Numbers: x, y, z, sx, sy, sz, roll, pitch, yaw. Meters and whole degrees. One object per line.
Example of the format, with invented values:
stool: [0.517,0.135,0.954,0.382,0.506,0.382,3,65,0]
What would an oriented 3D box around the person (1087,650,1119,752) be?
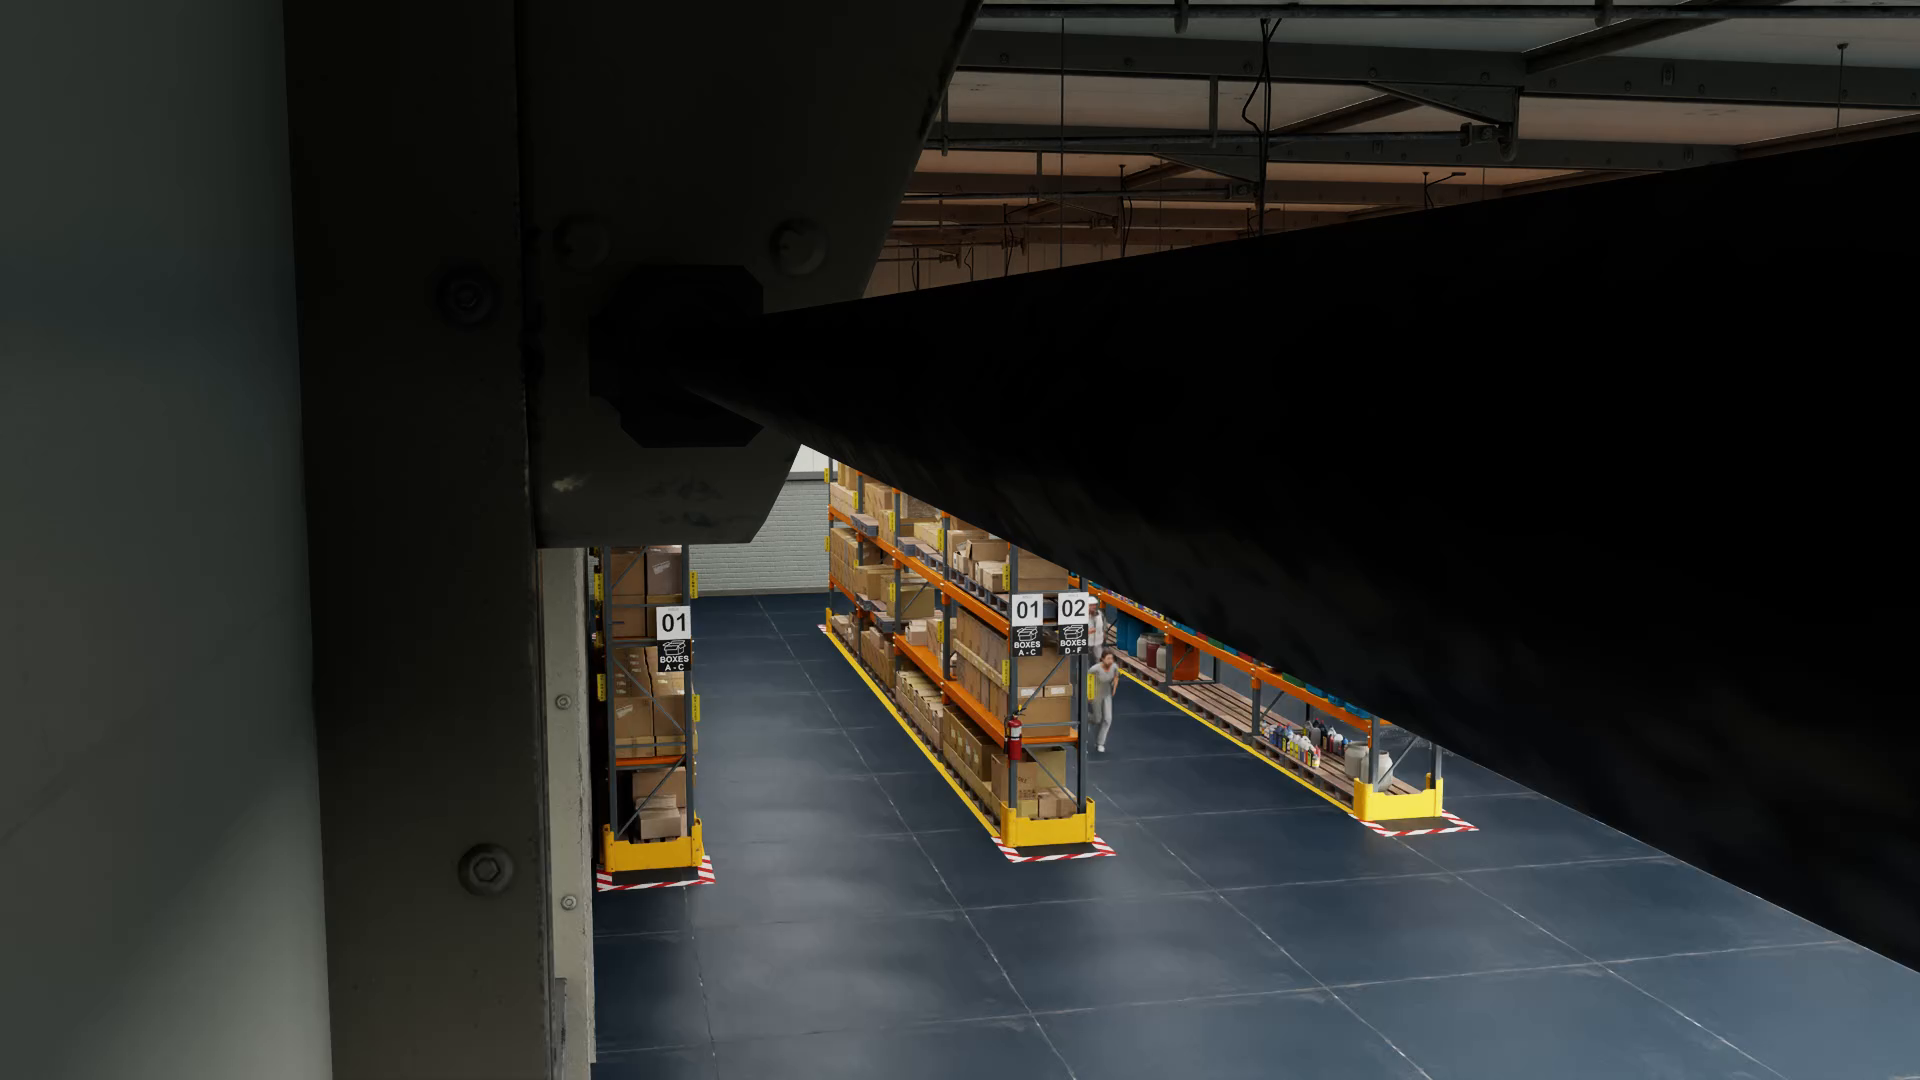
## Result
person: [2.181,2.472,26.075,0.560,1.612,0.806,-3,8,-25]

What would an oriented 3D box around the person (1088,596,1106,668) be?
person: [2.350,1.900,30.039,0.678,1.815,0.851,-2,7,-16]

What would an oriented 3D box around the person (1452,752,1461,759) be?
person: [7.596,2.506,25.598,0.510,1.642,0.707,-3,7,-25]
